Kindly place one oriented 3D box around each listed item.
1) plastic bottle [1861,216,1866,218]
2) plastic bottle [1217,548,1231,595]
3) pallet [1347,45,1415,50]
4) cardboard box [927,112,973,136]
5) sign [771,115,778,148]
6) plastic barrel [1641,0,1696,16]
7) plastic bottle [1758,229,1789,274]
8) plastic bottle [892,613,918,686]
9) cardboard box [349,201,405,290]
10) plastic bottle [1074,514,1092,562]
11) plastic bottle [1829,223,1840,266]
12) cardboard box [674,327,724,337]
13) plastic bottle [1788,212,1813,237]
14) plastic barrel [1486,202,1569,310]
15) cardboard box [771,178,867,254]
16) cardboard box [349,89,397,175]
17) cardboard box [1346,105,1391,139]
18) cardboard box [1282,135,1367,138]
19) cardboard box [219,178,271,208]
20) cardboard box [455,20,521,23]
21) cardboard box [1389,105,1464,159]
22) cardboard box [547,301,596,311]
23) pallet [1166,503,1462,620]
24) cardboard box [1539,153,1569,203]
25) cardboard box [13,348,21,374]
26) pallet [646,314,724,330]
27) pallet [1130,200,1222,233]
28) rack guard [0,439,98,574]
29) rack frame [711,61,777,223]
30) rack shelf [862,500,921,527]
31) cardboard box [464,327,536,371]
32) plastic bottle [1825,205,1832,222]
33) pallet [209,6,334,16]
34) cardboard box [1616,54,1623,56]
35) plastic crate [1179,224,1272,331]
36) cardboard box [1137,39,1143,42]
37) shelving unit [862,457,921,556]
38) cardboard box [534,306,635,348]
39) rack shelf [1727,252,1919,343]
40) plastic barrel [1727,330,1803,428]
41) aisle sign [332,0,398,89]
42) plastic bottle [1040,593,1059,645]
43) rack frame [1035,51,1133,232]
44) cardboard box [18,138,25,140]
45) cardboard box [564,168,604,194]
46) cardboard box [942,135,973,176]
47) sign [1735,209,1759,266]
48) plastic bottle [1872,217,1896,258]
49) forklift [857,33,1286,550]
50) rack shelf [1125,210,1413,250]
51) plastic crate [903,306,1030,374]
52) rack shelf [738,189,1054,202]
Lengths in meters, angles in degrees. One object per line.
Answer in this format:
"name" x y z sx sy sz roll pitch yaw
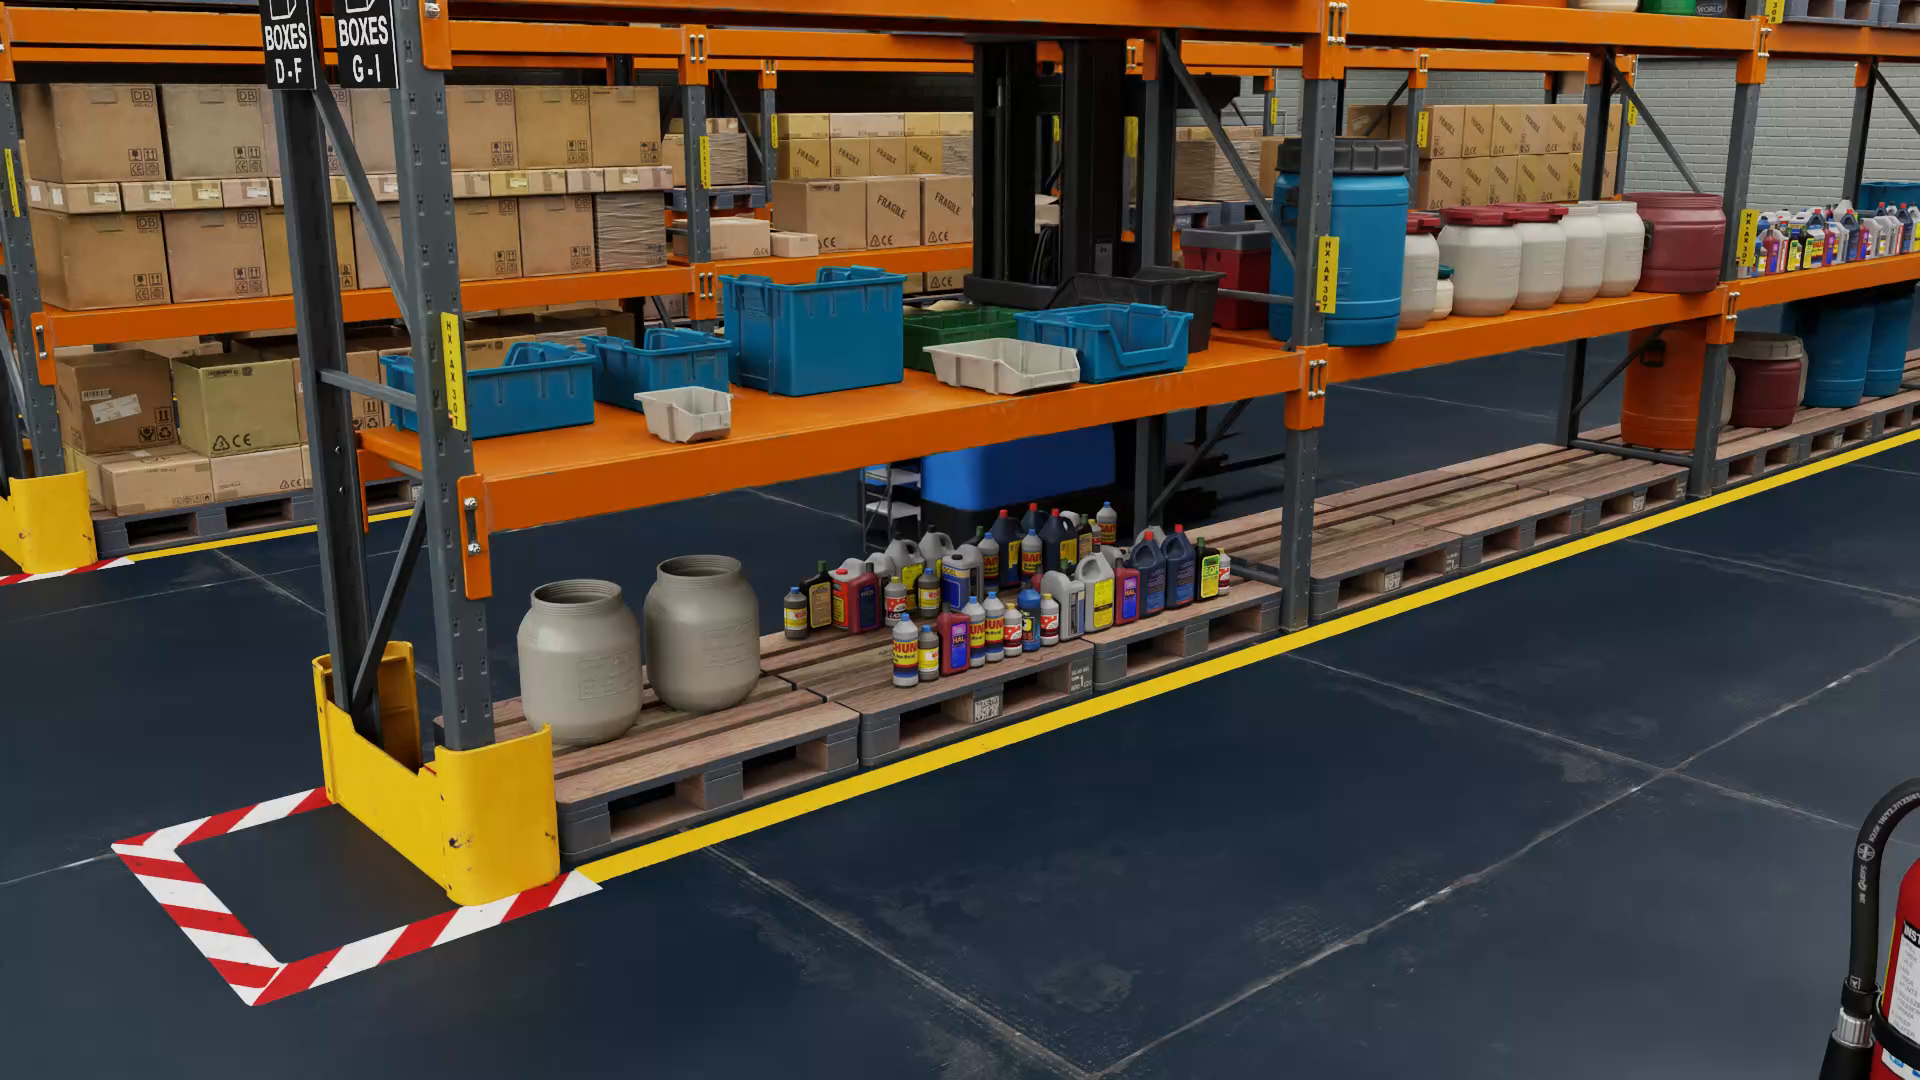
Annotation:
"plastic bottle" 6.334 -2.138 11.693 0.097 0.271 0.097 0 15 0
"plastic bottle" 1.168 0.137 7.493 0.097 0.201 0.097 0 15 0
"pallet" 3.486 -4.706 15.607 1.003 0.211 1.213 -13 19 -39
"cardboard box" -0.192 -4.672 18.666 0.500 0.250 0.500 -12 19 -38
"sign" -1.885 -4.148 16.875 0.005 0.325 0.100 -13 19 -39
"plastic barrel" 4.102 -3.124 9.622 0.294 0.245 0.294 0 15 0
"plastic bottle" 5.143 -1.831 10.531 0.135 0.276 0.152 -13 19 -39
"plastic bottle" -0.208 0.413 6.327 0.097 0.271 0.097 0 15 0
"cardboard box" -3.502 -1.799 9.979 0.500 0.500 0.700 -12 19 -38
"plastic bottle" 0.554 0.025 7.755 0.133 0.283 0.061 -13 19 -39
"plastic bottle" 5.770 -1.960 11.024 0.097 0.271 0.097 0 15 0
"cardboard box" -1.894 -1.359 11.952 0.500 0.311 0.500 -13 19 -39
"plastic bottle" 6.075 -2.229 12.022 0.135 0.276 0.152 -13 19 -39
"plastic barrel" 2.983 -1.507 8.815 0.433 0.535 0.433 0 15 0
"cardboard box" -1.024 -2.354 12.055 0.500 0.500 0.500 -11 18 -35
"cardboard box" -3.478 -2.433 9.837 0.500 0.500 0.700 -13 19 -39
"cardboard box" 4.235 -4.112 16.699 0.500 0.500 0.500 -13 19 -39
"cardboard box" 3.520 -3.659 16.128 0.700 0.500 0.500 8 17 28
"cardboard box" -4.013 -1.927 9.202 0.250 0.149 0.380 -13 20 -40
"cardboard box" -4.336 -4.843 15.116 0.500 0.311 0.500 -12 19 -38
"cardboard box" 4.564 -4.001 16.284 0.500 0.500 0.500 -12 19 -38
"cardboard box" -3.953 -2.361 16.270 0.500 0.500 0.700 -12 19 -39
"pallet" 1.805 0.083 8.532 1.213 0.211 1.003 -13 19 -39
"cardboard box" 6.113 -3.869 17.730 0.500 0.500 0.500 -12 19 -39
"cardboard box" -7.702 -1.388 12.993 0.500 0.311 0.500 13 20 41
"pallet" -2.839 -2.251 17.269 1.213 0.211 1.003 -13 19 -39
"pallet" 1.472 -2.802 14.301 1.003 0.211 1.213 -13 19 -39
"rack guard" -5.047 -0.200 9.029 0.348 0.500 1.175 -13 19 -39
"rack frame" -2.248 -3.730 17.403 0.127 3.000 1.000 -13 19 -39
"rack shelf" -0.365 -0.149 8.890 0.200 0.077 0.258 -12 19 -39
"cardboard box" -2.977 -1.037 10.380 0.500 0.500 0.500 -13 19 -39
"plastic bottle" 6.615 -2.421 12.728 0.133 0.283 0.061 -13 19 -39
"pallet" -3.558 -3.140 9.553 1.213 0.211 1.003 -13 19 -39
"cardboard box" 6.827 -5.360 17.983 0.500 0.250 0.500 -13 19 -39
"plastic crate" 1.402 -1.297 8.168 0.583 0.464 0.402 -13 19 -39
"cardboard box" 1.313 -4.345 13.696 0.500 0.500 0.910 -13 19 -39
"shelving unit" -0.365 -0.355 8.835 0.210 0.900 0.258 -12 19 -39
"cardboard box" -2.567 -1.308 11.396 0.500 0.500 0.500 -13 19 -39
"rack shelf" 5.764 -1.793 11.544 4.000 0.370 1.077 -13 19 -39
"plastic barrel" 5.465 -1.117 11.479 0.708 0.588 0.600 -13 19 -39
"aisle sign" -1.642 -1.633 4.514 0.004 0.787 0.394 -13 19 -39
"plastic bottle" 0.356 0.320 6.810 0.097 0.201 0.097 0 15 0
"rack frame" 1.006 -2.767 13.795 0.127 3.000 1.000 -13 19 -39
"cardboard box" -7.294 -2.968 13.347 0.500 0.500 0.500 -13 20 -41
"cardboard box" -2.459 -2.277 10.510 0.250 0.149 0.380 -13 20 -41
"cardboard box" -0.176 -4.311 18.767 0.500 0.500 0.500 -13 19 -39
"sign" 4.622 -1.775 9.765 0.005 0.325 0.100 -13 19 -39
"plastic bottle" 6.430 -2.120 11.613 0.135 0.276 0.152 -13 19 -39
"forklift" 0.875 -1.608 9.589 3.031 2.935 1.130 -12 19 -39
"rack shelf" 2.515 -2.758 15.156 4.000 0.370 1.077 -13 19 -39
"plastic crate" 0.028 -0.847 7.018 0.662 0.188 0.450 -13 19 -39
"rack shelf" -0.740 -3.722 18.764 4.000 0.370 1.077 -13 19 -39
